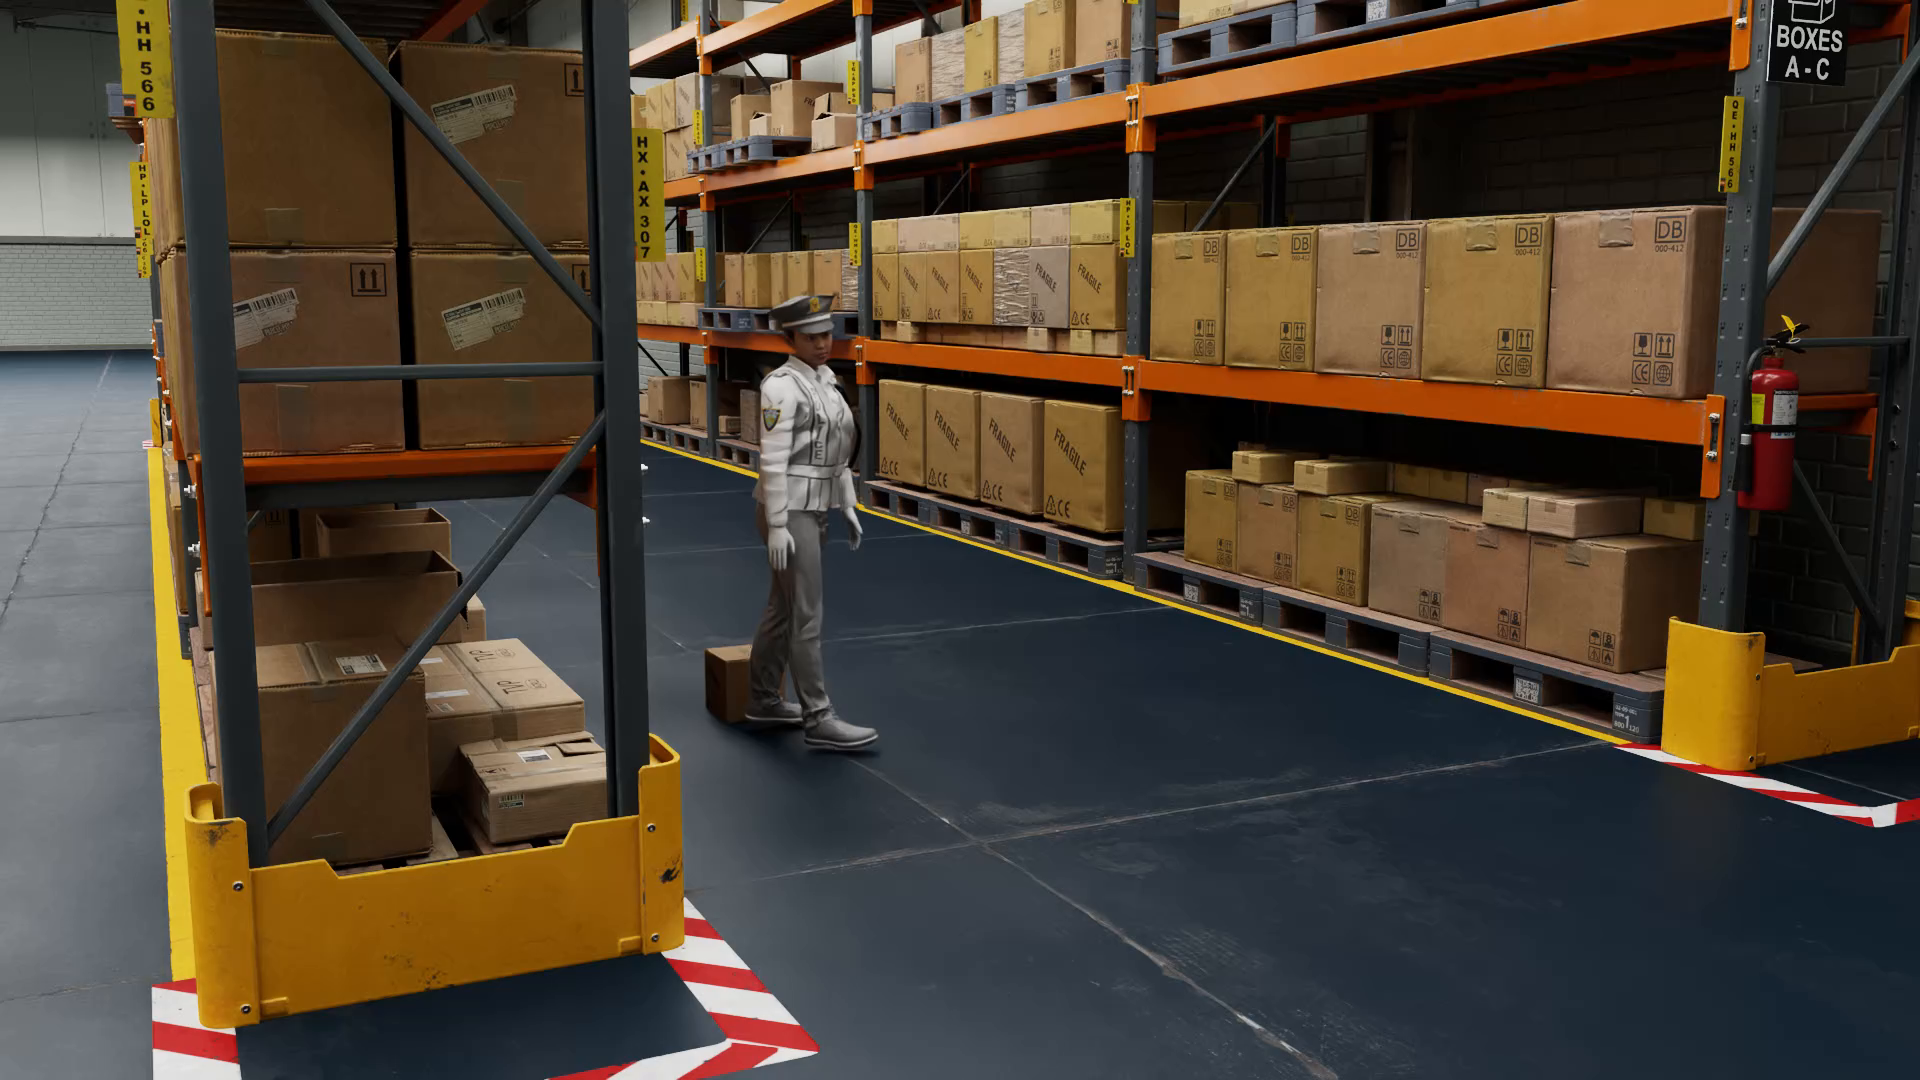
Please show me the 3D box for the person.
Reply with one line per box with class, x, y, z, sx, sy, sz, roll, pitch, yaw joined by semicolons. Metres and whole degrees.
person;-0.564;-0.078;6.191;0.598;1.656;0.546;2;9;14
